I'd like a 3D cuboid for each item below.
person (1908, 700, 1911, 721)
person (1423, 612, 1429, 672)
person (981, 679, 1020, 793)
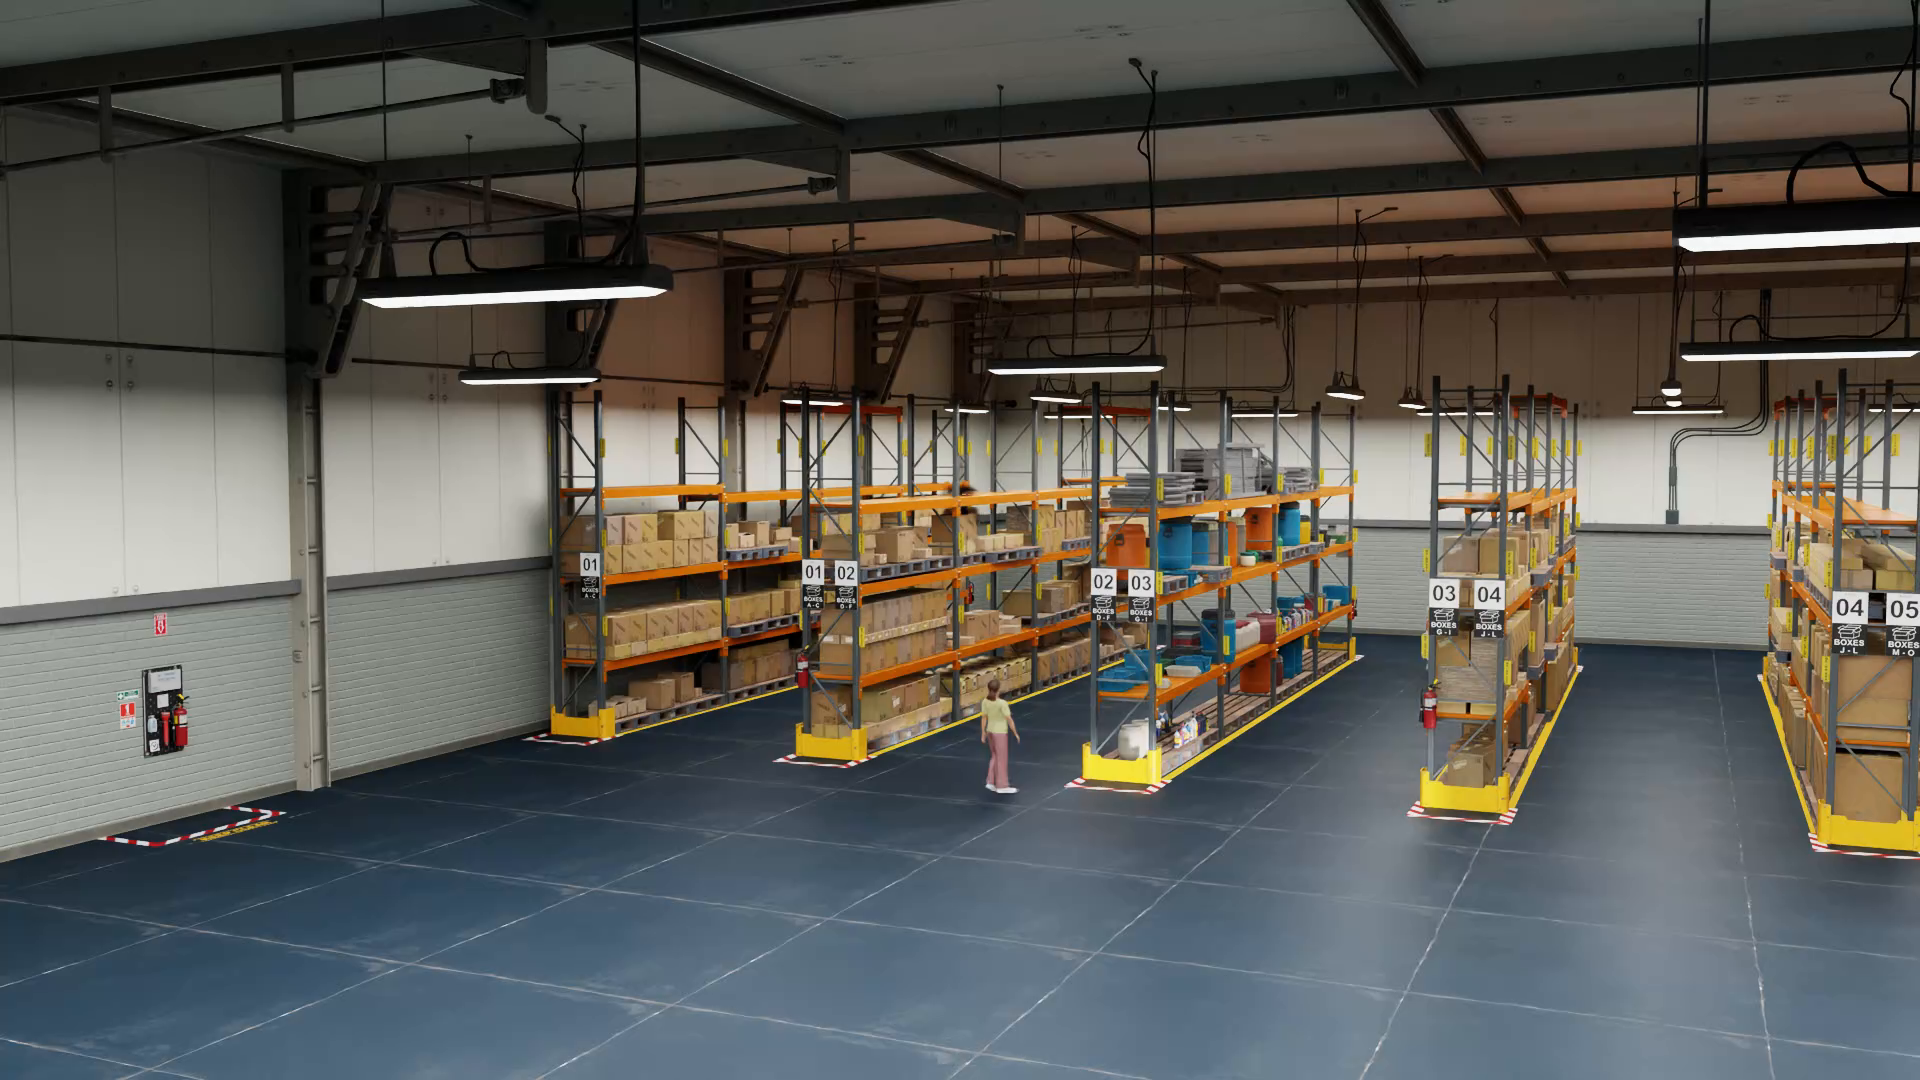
[{"bbox_3d":[17.431,2.526,30.534,0.469,1.607,0.352,-3,4,-42],"label":"person"},{"bbox_3d":[10.594,2.051,37.158,0.403,1.803,0.592,3,4,42],"label":"person"},{"bbox_3d":[0.567,2.854,24.071,0.487,1.711,0.496,-2,4,-32],"label":"person"}]
